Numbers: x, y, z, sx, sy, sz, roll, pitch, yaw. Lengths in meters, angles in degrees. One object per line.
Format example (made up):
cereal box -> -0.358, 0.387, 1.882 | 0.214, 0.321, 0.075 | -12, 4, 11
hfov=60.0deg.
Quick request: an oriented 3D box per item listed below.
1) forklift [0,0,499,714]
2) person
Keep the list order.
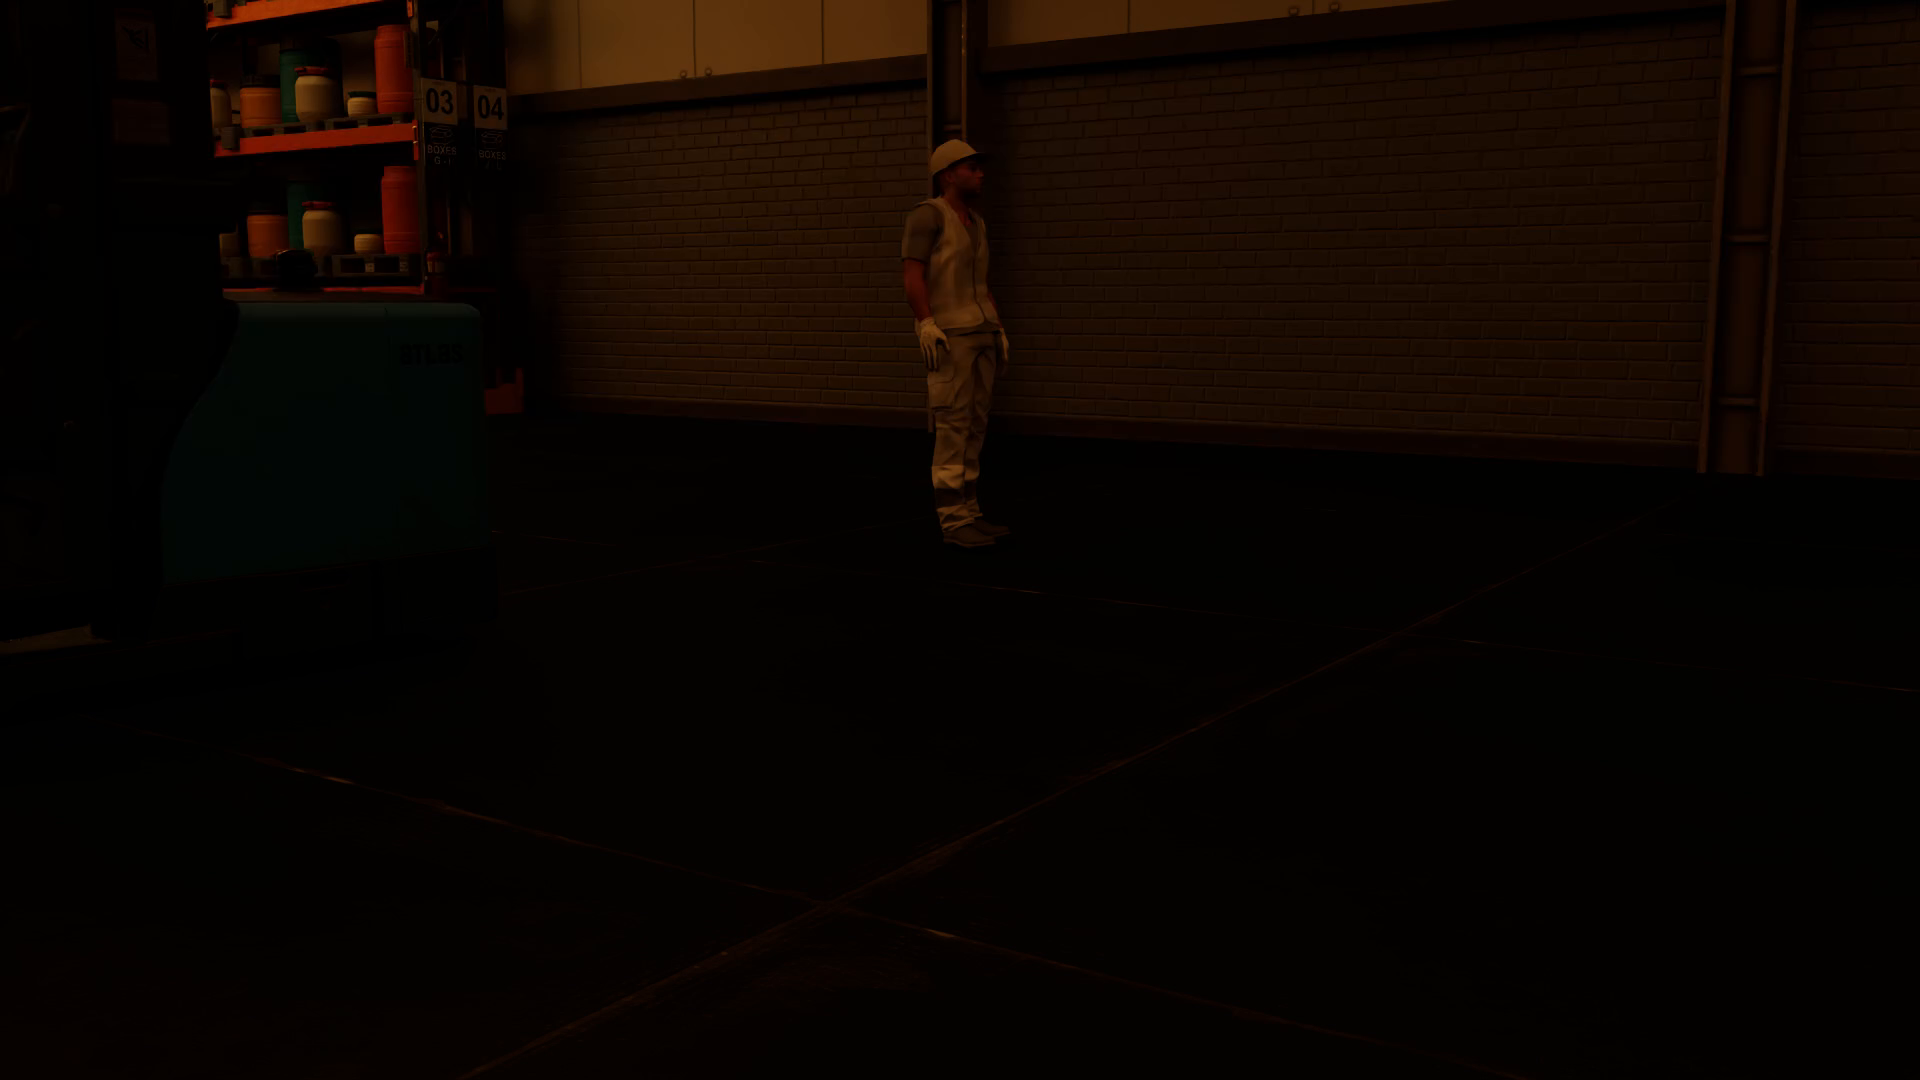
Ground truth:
forklift -> -2.851, -1.023, 4.387 | 1.130, 2.935, 3.031 | 7, 11, 42
person -> 0.059, -0.885, 7.422 | 0.564, 1.787, 0.637 | 5, 10, 34
